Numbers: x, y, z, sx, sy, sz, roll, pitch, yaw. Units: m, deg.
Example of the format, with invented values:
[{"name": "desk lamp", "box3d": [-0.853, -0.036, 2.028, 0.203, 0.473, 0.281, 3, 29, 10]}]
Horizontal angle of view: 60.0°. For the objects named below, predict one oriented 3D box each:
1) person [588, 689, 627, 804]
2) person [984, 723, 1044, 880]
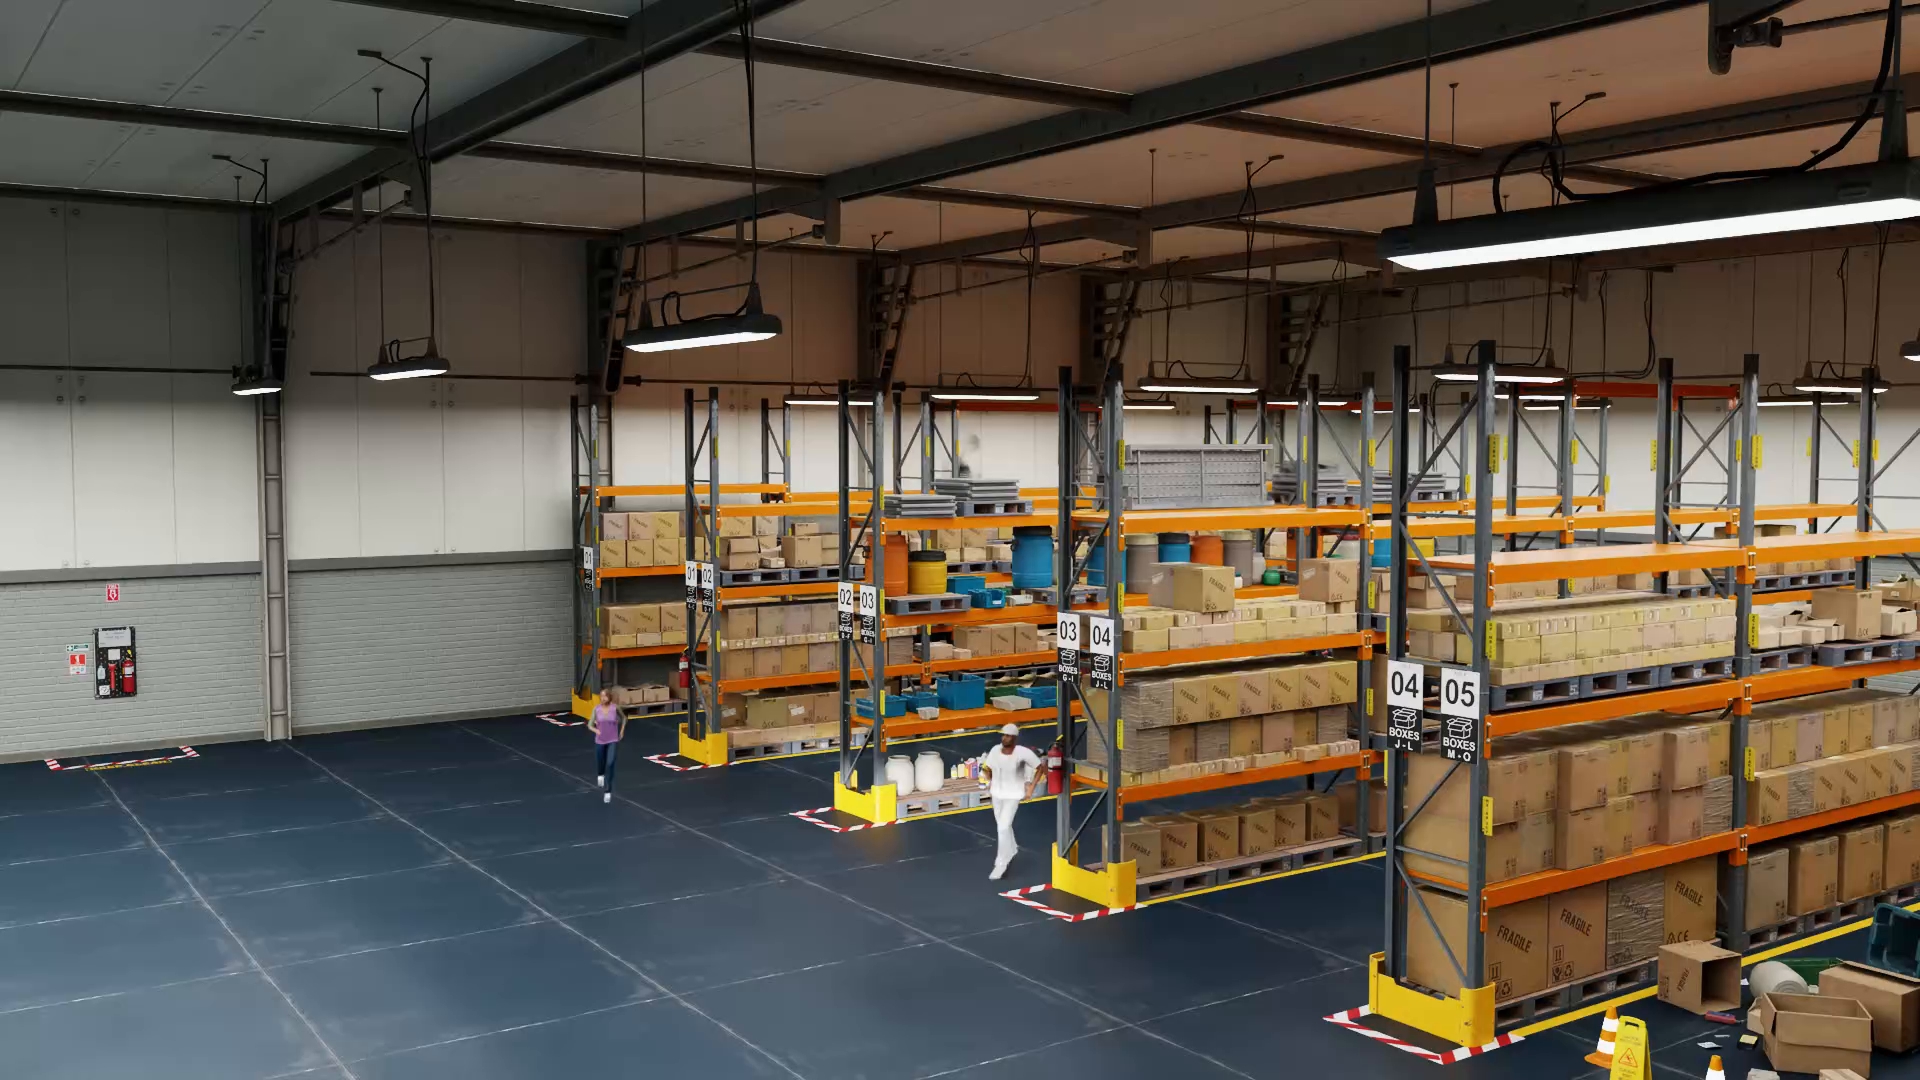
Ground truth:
[{"name": "person", "box3d": [-5.089, 2.930, 24.013, 0.550, 1.599, 0.860, 0, 3, -7]}, {"name": "person", "box3d": [0.575, 3.081, 19.826, 0.713, 1.813, 0.818, 3, 4, 36]}]
